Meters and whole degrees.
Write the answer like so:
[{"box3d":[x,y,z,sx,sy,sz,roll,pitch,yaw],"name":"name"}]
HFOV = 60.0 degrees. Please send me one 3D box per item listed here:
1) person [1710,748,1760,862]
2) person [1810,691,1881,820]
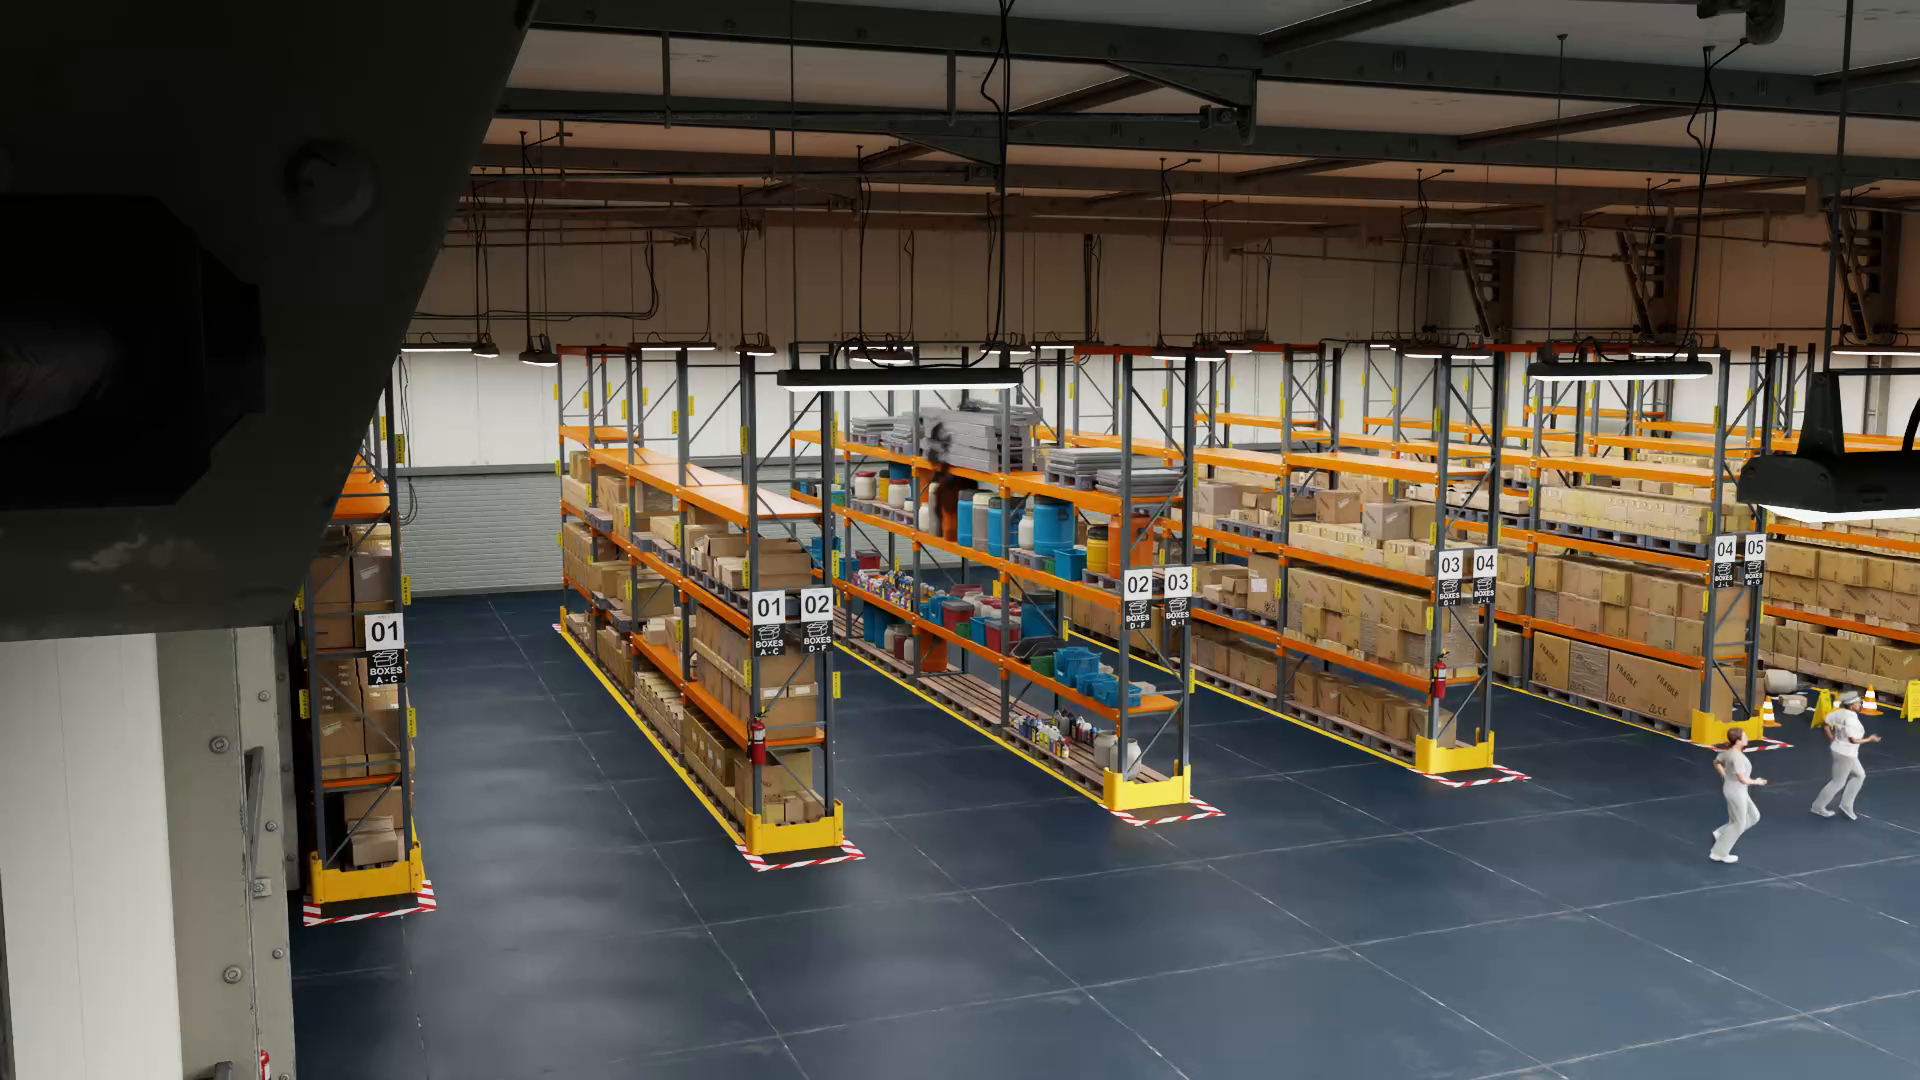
[{"box3d":[9.232,3.144,19.746,0.542,1.382,0.519,2,7,14],"name":"person"},{"box3d":[11.422,2.789,21.442,0.765,1.733,0.523,2,8,16],"name":"person"}]
